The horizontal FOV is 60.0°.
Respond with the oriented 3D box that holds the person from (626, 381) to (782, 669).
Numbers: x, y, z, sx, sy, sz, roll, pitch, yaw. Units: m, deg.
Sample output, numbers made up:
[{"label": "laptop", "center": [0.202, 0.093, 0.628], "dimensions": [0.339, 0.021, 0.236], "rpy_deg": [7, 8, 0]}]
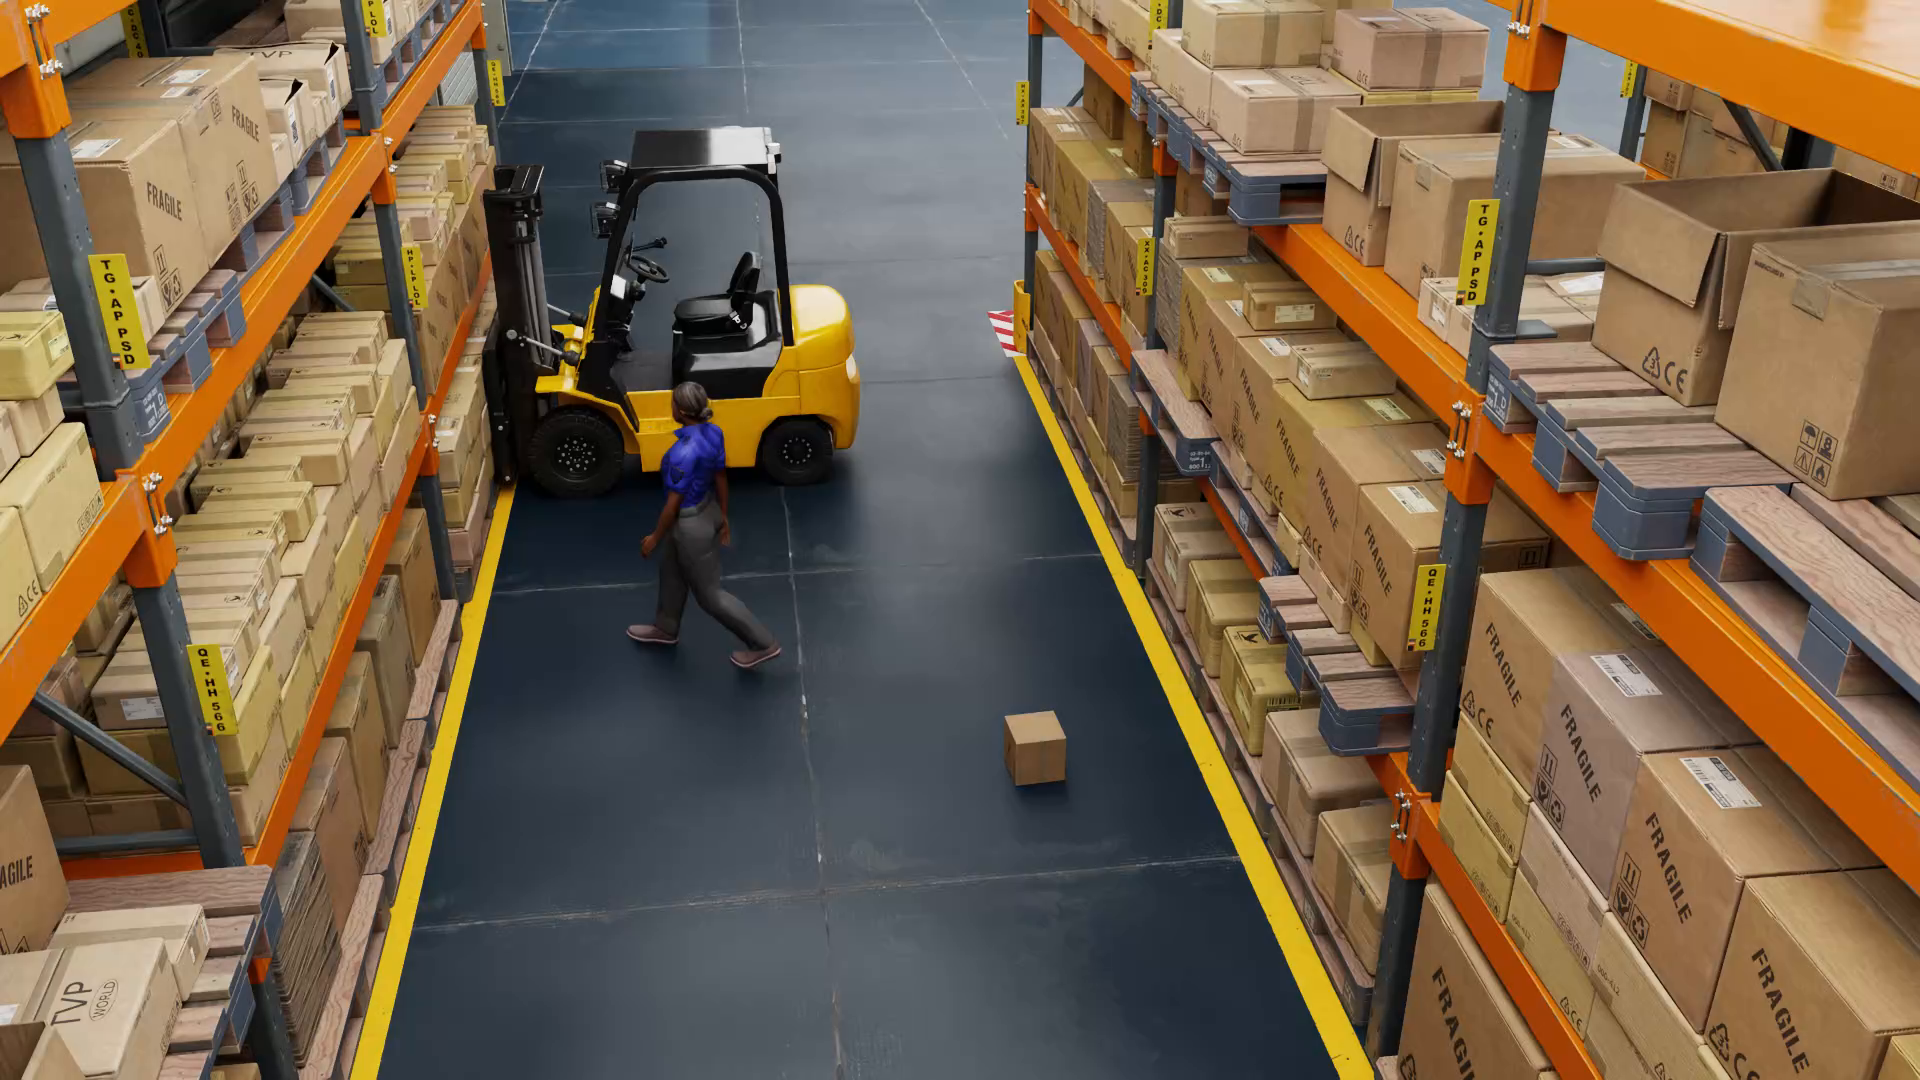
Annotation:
[{"label": "person", "center": [-1.414, -0.078, 8.768], "dimensions": [0.951, 1.612, 0.456], "rpy_deg": [5, 28, 10]}]
